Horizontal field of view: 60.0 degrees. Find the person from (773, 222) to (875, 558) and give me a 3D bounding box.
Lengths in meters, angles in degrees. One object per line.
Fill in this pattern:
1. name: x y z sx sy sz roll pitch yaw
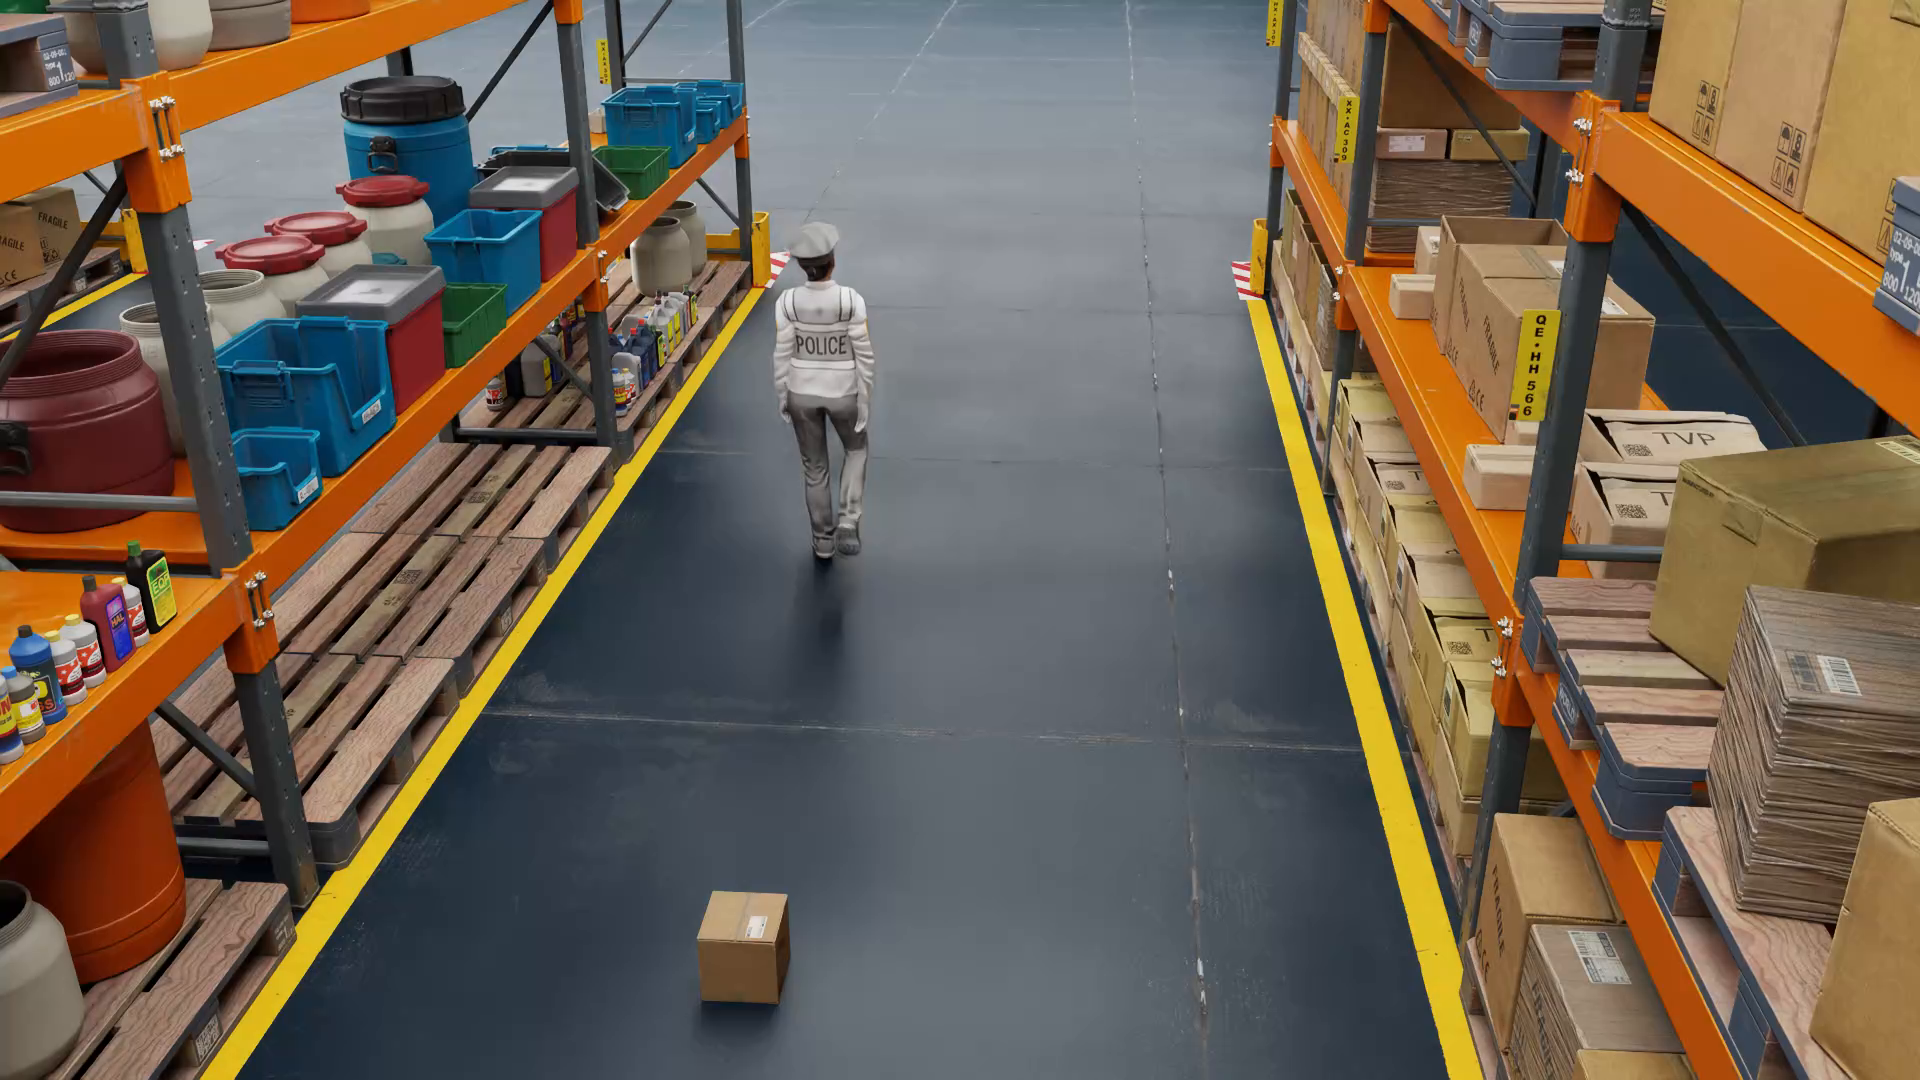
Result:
1. person: -0.651 -0.698 8.037 0.486 1.678 0.448 -1 25 -2
